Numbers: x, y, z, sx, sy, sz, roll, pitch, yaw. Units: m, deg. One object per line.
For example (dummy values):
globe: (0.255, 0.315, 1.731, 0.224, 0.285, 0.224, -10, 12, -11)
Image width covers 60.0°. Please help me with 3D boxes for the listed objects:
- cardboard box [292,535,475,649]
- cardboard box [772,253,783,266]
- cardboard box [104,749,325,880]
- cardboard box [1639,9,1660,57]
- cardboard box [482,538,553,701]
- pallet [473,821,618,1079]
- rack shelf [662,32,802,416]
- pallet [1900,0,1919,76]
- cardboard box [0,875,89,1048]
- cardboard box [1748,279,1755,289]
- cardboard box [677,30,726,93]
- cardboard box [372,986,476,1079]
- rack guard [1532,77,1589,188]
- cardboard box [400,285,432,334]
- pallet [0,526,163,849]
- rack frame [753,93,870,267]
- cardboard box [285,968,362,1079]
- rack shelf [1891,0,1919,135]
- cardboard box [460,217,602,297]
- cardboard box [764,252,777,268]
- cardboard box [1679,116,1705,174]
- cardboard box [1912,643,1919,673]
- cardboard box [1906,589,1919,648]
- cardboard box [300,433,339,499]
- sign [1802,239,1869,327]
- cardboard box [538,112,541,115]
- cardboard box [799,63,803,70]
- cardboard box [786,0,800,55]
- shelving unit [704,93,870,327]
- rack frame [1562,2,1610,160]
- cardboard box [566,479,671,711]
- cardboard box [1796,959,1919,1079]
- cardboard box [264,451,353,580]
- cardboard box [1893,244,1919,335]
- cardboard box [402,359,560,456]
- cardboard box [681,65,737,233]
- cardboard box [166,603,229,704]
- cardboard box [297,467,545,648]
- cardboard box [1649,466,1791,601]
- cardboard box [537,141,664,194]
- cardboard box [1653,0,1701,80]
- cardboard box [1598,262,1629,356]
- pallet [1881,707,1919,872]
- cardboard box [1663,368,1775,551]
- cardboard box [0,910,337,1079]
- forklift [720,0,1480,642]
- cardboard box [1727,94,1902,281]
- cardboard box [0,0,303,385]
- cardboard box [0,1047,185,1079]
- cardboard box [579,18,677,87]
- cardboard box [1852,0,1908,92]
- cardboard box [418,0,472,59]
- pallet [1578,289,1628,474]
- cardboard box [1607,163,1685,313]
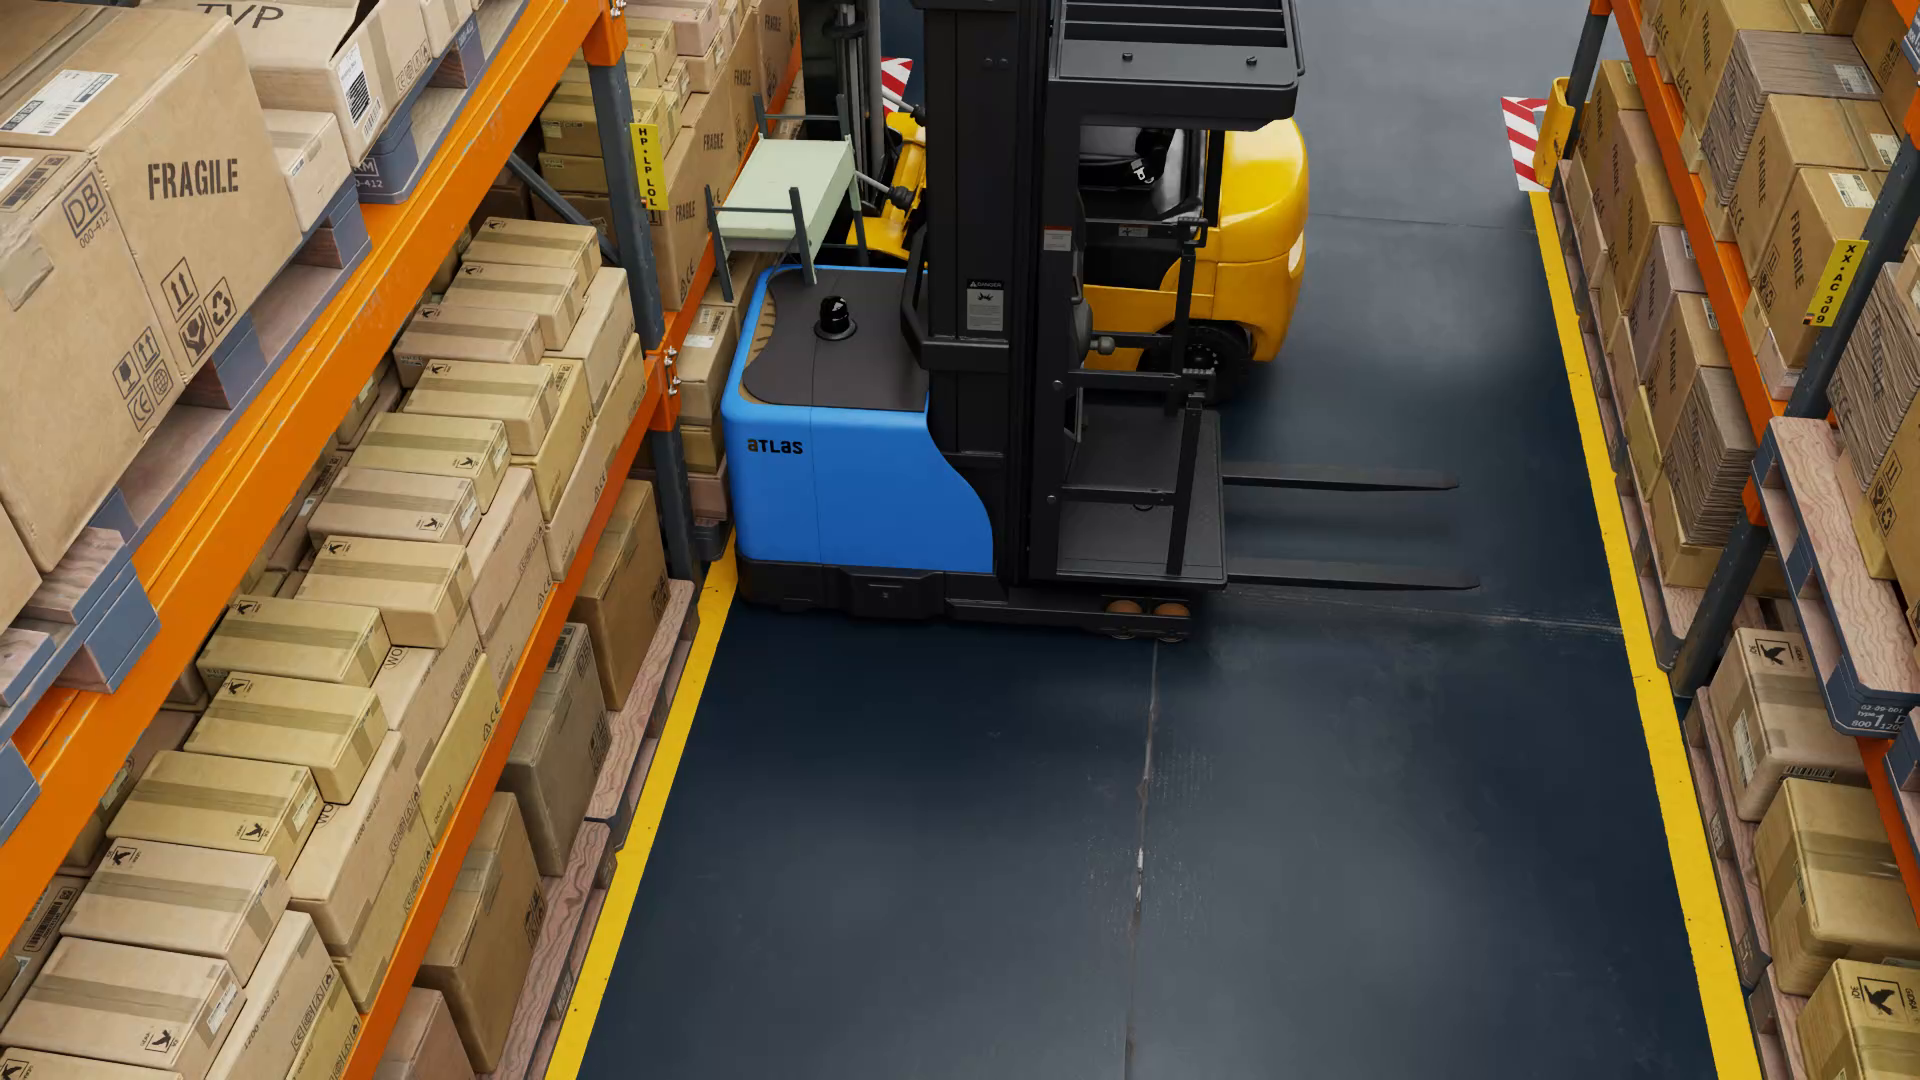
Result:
cardboard box: (-1.512, 0.135, 4.381, 0.380, 0.149, 0.250, 4, 44, 4)
cardboard box: (-1.077, -1.230, 7.698, 0.500, 0.250, 0.500, 5, 44, 5)
cardboard box: (-1.716, 0.643, 3.844, 0.380, 0.149, 0.250, 6, 44, 6)
cardboard box: (3.396, -2.365, 7.749, 0.380, 0.149, 0.250, 6, 44, 6)
cardboard box: (-1.554, 0.193, 4.974, 0.500, 0.250, 0.500, 5, 44, 6)
pallet: (-1.807, 1.444, 5.571, 1.003, 0.211, 1.213, 5, 44, 6)
rack shelf: (-1.325, -2.009, 7.714, 1.077, 0.370, 4.000, 5, 44, 6)
pallet: (3.144, -1.069, 4.152, 1.213, 0.211, 1.003, 5, 44, 6)
cardboard box: (-2.268, 1.011, 3.746, 0.500, 0.250, 0.500, 6, 44, 6)
cardboard box: (3.210, -0.956, 6.260, 0.380, 0.149, 0.250, 5, 44, 6)
cardboard box: (-1.141, -1.891, 6.521, 0.380, 0.149, 0.250, 6, 44, 6)
cardboard box: (-1.944, 1.658, 4.739, 0.875, 0.625, 0.625, 7, 44, 7)
rack guard: (3.850, -2.225, 9.237, 1.175, 0.500, 0.348, 5, 44, 6)
cardboard box: (-1.936, -0.781, 5.349, 0.380, 0.149, 0.250, 4, 44, 4)
pallet: (-2.117, 0.327, 2.678, 1.213, 0.211, 1.003, 7, 44, 7)
rack frame: (-0.617, -1.328, 7.519, 0.400, 1.500, 0.023, 4, 44, 12)
cardboard box: (-1.746, 1.251, 3.857, 0.500, 0.250, 0.500, 4, 44, 5)
rack shelf: (3.596, -2.650, 6.209, 1.077, 0.370, 4.000, 5, 44, 6)
cardboard box: (-1.414, -0.926, 5.502, 0.380, 0.149, 0.250, 7, 44, 7)
cardboard box: (-1.082, -1.413, 7.528, 0.500, 0.250, 0.500, 7, 44, 7)
cardboard box: (3.264, -1.657, 7.001, 0.380, 0.149, 0.250, 6, 44, 6)
cardboard box: (2.866, 0.369, 4.556, 0.380, 0.149, 0.250, 6, 44, 6)
cardboard box: (2.840, 0.215, 4.247, 0.500, 0.500, 0.500, 5, 44, 5)
cardboard box: (-2.041, -0.268, 4.807, 0.380, 0.149, 0.250, 5, 44, 5)
sign: (2.792, -0.817, 5.302, 0.100, 0.325, 0.005, 5, 44, 6)
cardboard box: (-1.759, -1.775, 6.399, 0.380, 0.149, 0.250, 6, 44, 7)
cardboard box: (-0.874, -2.460, 8.634, 0.500, 0.250, 0.500, 6, 44, 6)
cardboard box: (-1.010, -2.609, 7.751, 0.500, 0.500, 0.500, 4, 44, 5)
shelving unit: (-0.689, -1.080, 7.261, 0.431, 1.500, 0.755, 4, 44, 12)
rack frame: (3.860, -3.185, 8.432, 1.000, 3.000, 0.127, 5, 44, 6)
cardboard box: (-1.647, 0.159, 6.322, 0.875, 0.625, 0.625, 7, 44, 7)
cardboard box: (3.082, 1.665, 4.916, 0.950, 0.372, 0.625, 7, 44, 7)
cardboard box: (-2.066, -0.022, 4.837, 0.500, 0.250, 0.500, 4, 44, 5)
cardboard box: (2.919, -0.703, 4.744, 0.380, 0.149, 0.250, 5, 44, 5)
cardboard box: (-1.418, -0.396, 4.942, 0.380, 0.149, 0.250, 4, 44, 4)
cardboard box: (-1.219, -1.579, 6.663, 0.500, 0.500, 0.500, 6, 44, 6)
cardboard box: (-2.092, 0.259, 4.251, 0.380, 0.149, 0.250, 6, 44, 7)
cardboard box: (-1.535, 0.022, 4.790, 0.500, 0.250, 0.500, 6, 44, 6)
cardboard box: (3.143, -0.040, 6.805, 0.500, 0.250, 0.500, 7, 44, 7)
cardboard box: (-1.286, -1.373, 5.974, 0.380, 0.149, 0.250, 5, 44, 5)
cardboard box: (3.391, -2.331, 7.241, 0.500, 0.500, 0.500, 4, 44, 5)
cardboard box: (3.345, -1.094, 7.918, 0.500, 0.250, 0.500, 8, 44, 8)
pallet: (3.024, 0.984, 4.169, 1.003, 0.211, 1.213, 5, 44, 6)
cardboard box: (3.143, -0.313, 6.548, 0.500, 0.500, 0.500, 5, 44, 5)
cardboard box: (-1.750, 1.070, 3.684, 0.500, 0.250, 0.500, 7, 44, 7)
forklift: (0.623, -1.030, 6.206, 3.031, 2.935, 1.130, 3, 44, 3)
cardboard box: (3.205, -1.280, 6.131, 0.500, 0.500, 0.500, 7, 44, 7)
cardboard box: (-1.646, -0.661, 3.134, 0.500, 0.500, 0.500, 6, 44, 7)
cardboard box: (-1.750, 1.174, 3.284, 0.380, 0.149, 0.250, 6, 44, 6)
cardboard box: (-1.283, -1.839, 6.249, 0.380, 0.149, 0.250, 5, 44, 5)
cardboard box: (3.787, -1.932, 6.093, 0.700, 0.500, 0.500, 4, 44, 5)
cardboard box: (-1.434, -1.317, 4.082, 0.380, 0.149, 0.250, 5, 44, 5)
pallet: (3.544, -0.741, 7.879, 1.003, 0.211, 1.213, 5, 44, 6)
cardboard box: (3.338, -1.373, 7.667, 0.500, 0.500, 0.500, 6, 44, 6)
